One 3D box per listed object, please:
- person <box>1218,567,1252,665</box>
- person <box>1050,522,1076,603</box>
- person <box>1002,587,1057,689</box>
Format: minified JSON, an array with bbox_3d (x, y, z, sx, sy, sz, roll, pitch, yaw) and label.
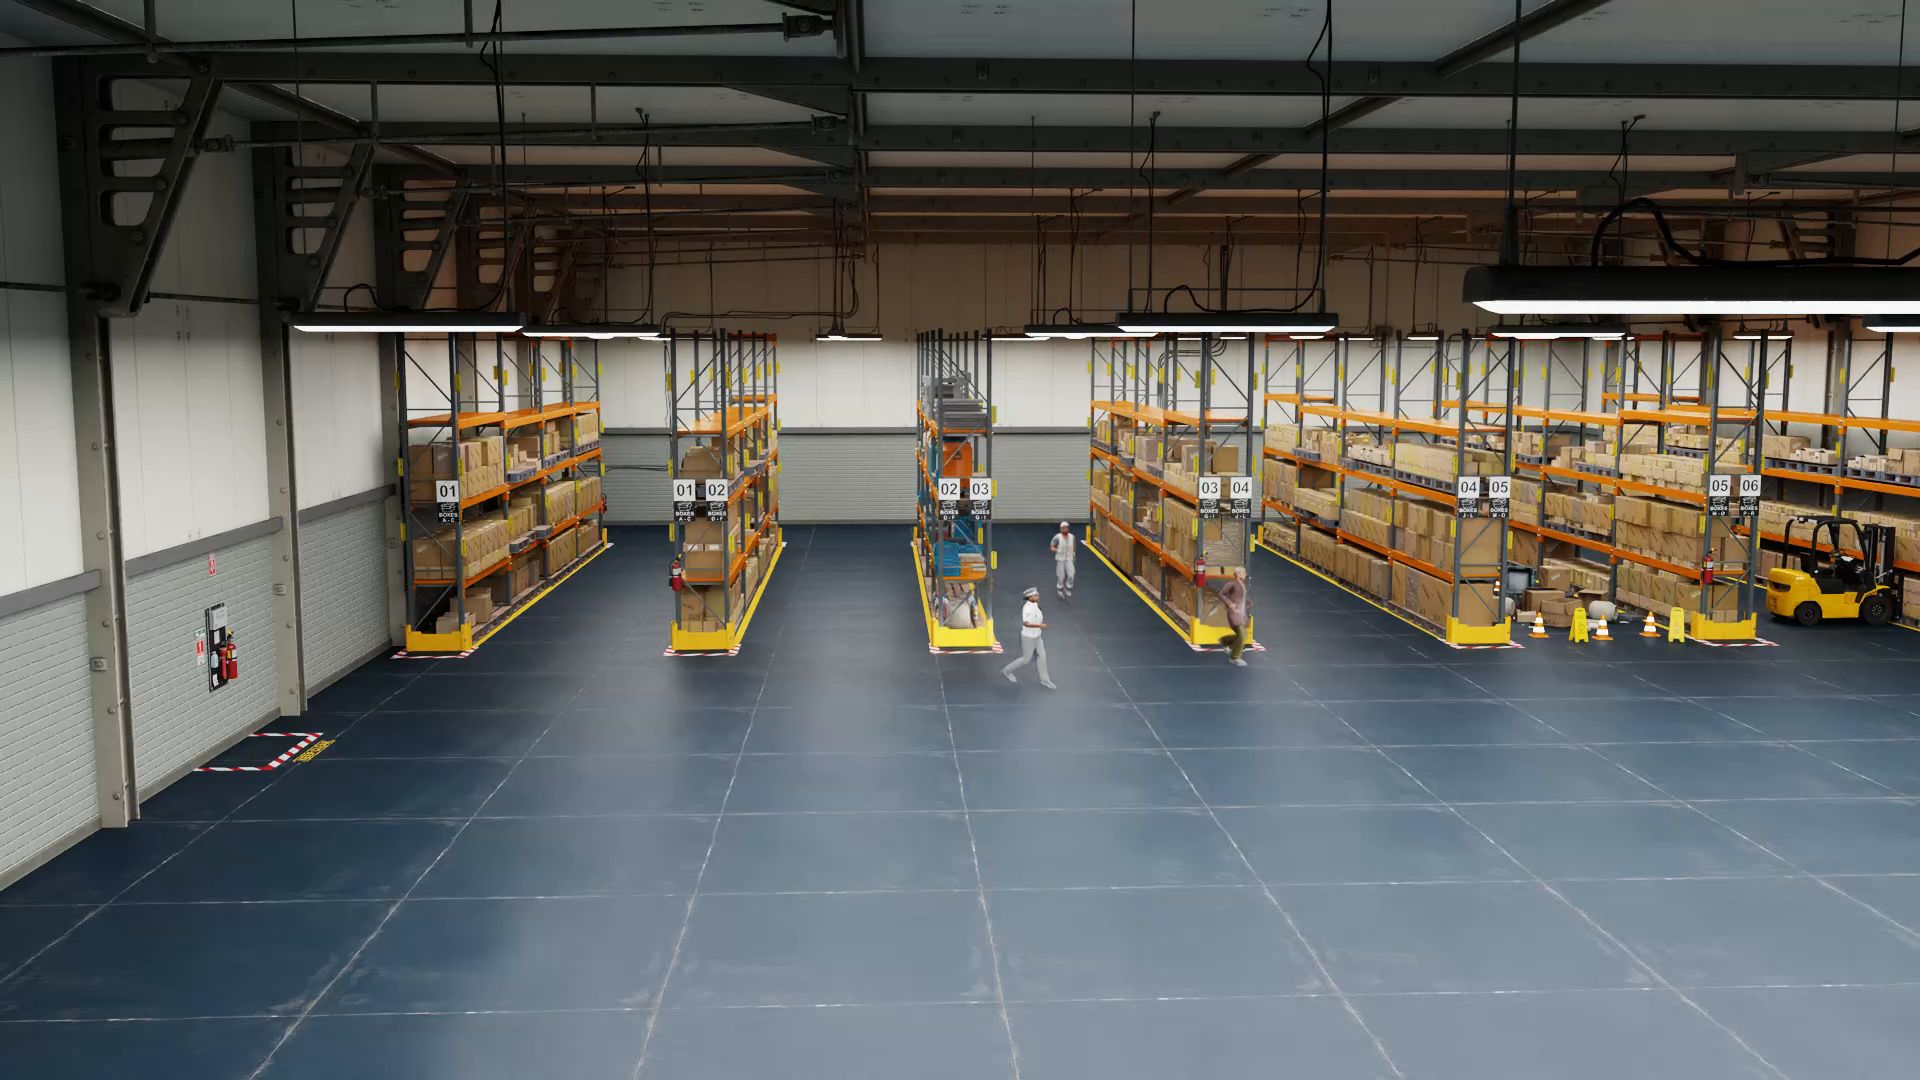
[{"bbox_3d":[5.007,1.353,30.113,0.739,1.726,0.822,-7,9,-44],"label":"person"},{"bbox_3d":[2.312,0.499,36.943,0.635,1.825,0.749,-1,7,-9],"label":"person"},{"bbox_3d":[1.165,1.619,27.712,0.924,1.712,0.579,2,7,19],"label":"person"}]
